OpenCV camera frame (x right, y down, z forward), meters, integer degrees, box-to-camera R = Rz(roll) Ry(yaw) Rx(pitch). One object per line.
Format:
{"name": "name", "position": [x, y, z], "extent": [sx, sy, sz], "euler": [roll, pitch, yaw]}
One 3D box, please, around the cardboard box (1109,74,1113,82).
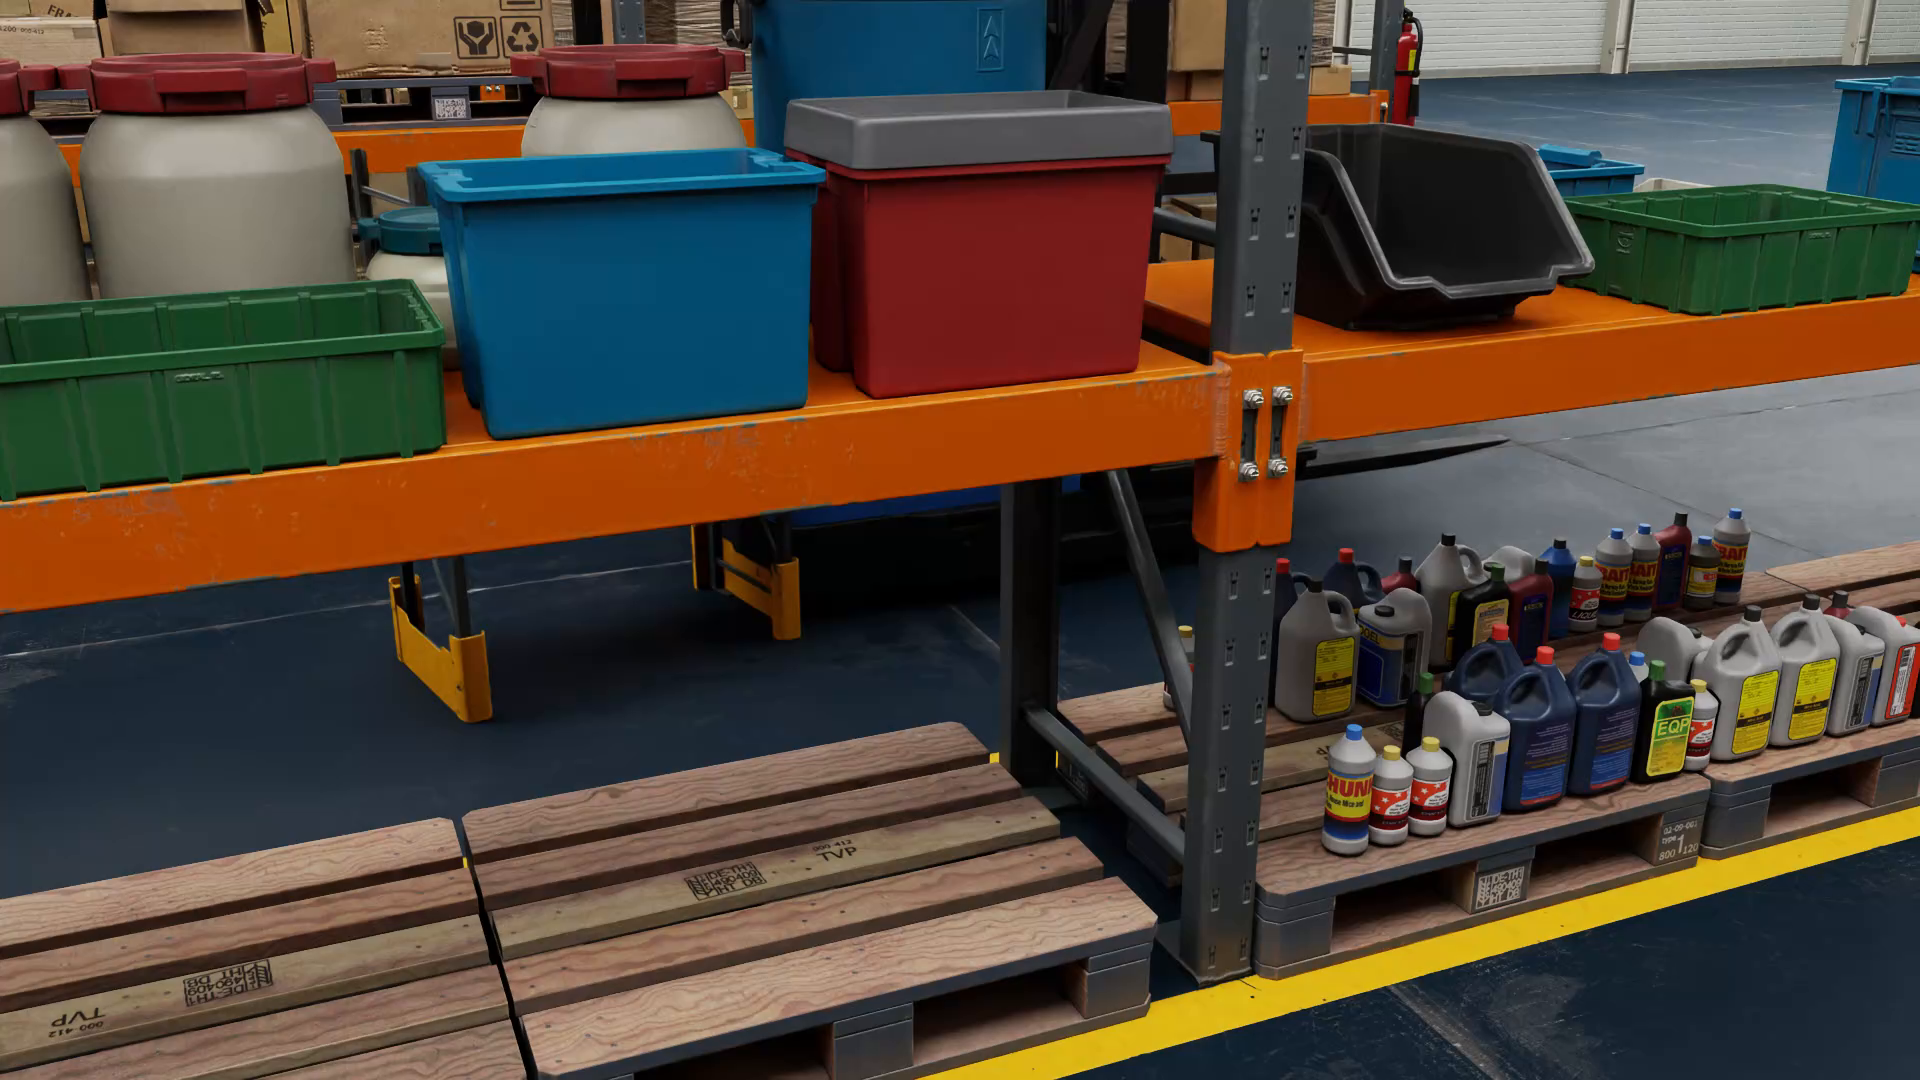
{"name": "cardboard box", "position": [0.740, -2.304, 8.427], "extent": [0.250, 0.149, 0.380], "euler": [-8, 21, -22]}

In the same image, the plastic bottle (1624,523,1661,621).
{"name": "plastic bottle", "position": [1.920, 0.086, 4.706], "extent": [0.097, 0.271, 0.097], "euler": [0, 19, 0]}

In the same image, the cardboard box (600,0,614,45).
{"name": "cardboard box", "position": [-2.653, -3.894, 12.339], "extent": [0.550, 0.550, 0.875], "euler": [-8, 21, -22]}

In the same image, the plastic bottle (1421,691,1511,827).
{"name": "plastic bottle", "position": [1.103, 0.462, 3.631], "extent": [0.135, 0.276, 0.152], "euler": [-7, 21, -20]}

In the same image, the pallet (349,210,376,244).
{"name": "pallet", "position": [-4.162, -2.252, 12.100], "extent": [1.213, 0.211, 1.003], "euler": [-8, 21, -22]}

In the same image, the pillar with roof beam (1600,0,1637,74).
{"name": "pillar with roof beam", "position": [13.403, -11.296, 24.553], "extent": [0.400, 9.000, 9.100], "euler": [-8, 21, -22]}

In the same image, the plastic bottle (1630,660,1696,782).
{"name": "plastic bottle", "position": [1.597, 0.405, 3.784], "extent": [0.133, 0.283, 0.061], "euler": [-7, 21, -20]}

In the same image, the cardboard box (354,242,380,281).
{"name": "cardboard box", "position": [-2.629, -1.063, 7.627], "extent": [0.500, 0.500, 0.700], "euler": [-8, 21, -22]}

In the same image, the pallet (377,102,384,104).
{"name": "pallet", "position": [-6.759, -5.478, 21.262], "extent": [1.213, 0.211, 1.003], "euler": [-8, 21, -22]}

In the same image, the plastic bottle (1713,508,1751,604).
{"name": "plastic bottle", "position": [2.235, 0.041, 4.835], "extent": [0.097, 0.271, 0.097], "euler": [0, 19, 0]}

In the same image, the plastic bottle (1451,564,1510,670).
{"name": "plastic bottle", "position": [1.365, 0.206, 4.349], "extent": [0.133, 0.283, 0.061], "euler": [-8, 21, -22]}

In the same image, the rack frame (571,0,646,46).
{"name": "rack frame", "position": [-1.611, -2.166, 7.657], "extent": [0.127, 3.000, 1.000], "euler": [-8, 21, -22]}

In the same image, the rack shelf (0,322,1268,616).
{"name": "rack shelf", "position": [-1.486, -0.053, 2.740], "extent": [4.000, 0.370, 1.077], "euler": [-8, 21, -22]}

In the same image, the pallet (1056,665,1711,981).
{"name": "pallet", "position": [0.984, 0.584, 4.045], "extent": [1.213, 0.211, 1.003], "euler": [-8, 21, -22]}

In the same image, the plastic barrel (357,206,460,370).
{"name": "plastic barrel", "position": [-0.926, -0.463, 3.029], "extent": [0.301, 0.262, 0.301], "euler": [0, 19, 0]}

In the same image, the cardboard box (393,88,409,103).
{"name": "cardboard box", "position": [-4.804, -3.827, 14.999], "extent": [0.500, 0.500, 0.500], "euler": [-8, 21, -22]}

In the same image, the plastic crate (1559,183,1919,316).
{"name": "plastic crate", "position": [1.709, -0.648, 3.665], "extent": [0.662, 0.188, 0.450], "euler": [-8, 21, -22]}

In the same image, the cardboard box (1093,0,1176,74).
{"name": "cardboard box", "position": [0.658, -2.661, 8.464], "extent": [0.500, 0.500, 0.875], "euler": [-8, 21, -22]}

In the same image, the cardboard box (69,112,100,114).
{"name": "cardboard box", "position": [-8.012, -3.791, 15.597], "extent": [0.625, 0.372, 0.950], "euler": [-9, 21, -23]}

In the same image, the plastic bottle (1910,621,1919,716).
{"name": "plastic bottle", "position": [2.411, 0.288, 4.115], "extent": [0.133, 0.283, 0.061], "euler": [-8, 21, -21]}

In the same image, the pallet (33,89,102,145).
{"name": "pallet", "position": [-3.483, -1.822, 6.970], "extent": [1.213, 0.211, 1.003], "euler": [-8, 21, -22]}

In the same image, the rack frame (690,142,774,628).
{"name": "rack frame", "position": [-0.730, -0.475, 5.113], "extent": [0.032, 1.500, 0.500], "euler": [-14, 24, -34]}

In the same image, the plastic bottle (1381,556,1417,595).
{"name": "plastic bottle", "position": [1.137, 0.186, 4.404], "extent": [0.133, 0.283, 0.061], "euler": [-7, 20, -18]}

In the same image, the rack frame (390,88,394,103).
{"name": "rack frame", "position": [-5.537, -5.188, 16.240], "extent": [0.127, 3.000, 1.000], "euler": [-8, 21, -22]}

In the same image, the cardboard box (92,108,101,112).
{"name": "cardboard box", "position": [-10.004, -5.419, 19.840], "extent": [0.625, 0.625, 0.875], "euler": [-7, 21, -20]}

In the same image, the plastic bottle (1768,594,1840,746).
{"name": "plastic bottle", "position": [1.990, 0.301, 3.975], "extent": [0.185, 0.351, 0.144], "euler": [-7, 21, -20]}

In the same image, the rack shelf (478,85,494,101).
{"name": "rack shelf", "position": [-5.320, -3.089, 11.363], "extent": [4.000, 0.370, 1.077], "euler": [-8, 21, -22]}

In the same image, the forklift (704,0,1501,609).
{"name": "forklift", "position": [0.580, -1.464, 5.768], "extent": [3.031, 2.935, 1.130], "euler": [-8, 21, -22]}

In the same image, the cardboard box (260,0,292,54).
{"name": "cardboard box", "position": [-4.784, -3.456, 11.170], "extent": [0.500, 0.500, 0.500], "euler": [-8, 21, -21]}

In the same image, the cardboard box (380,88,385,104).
{"name": "cardboard box", "position": [-7.141, -5.728, 21.281], "extent": [0.500, 0.250, 0.500], "euler": [-8, 21, -21]}

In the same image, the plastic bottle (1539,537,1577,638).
{"name": "plastic bottle", "position": [1.642, 0.126, 4.593], "extent": [0.097, 0.271, 0.097], "euler": [0, 19, 0]}

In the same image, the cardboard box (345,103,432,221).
{"name": "cardboard box", "position": [-4.018, -2.720, 11.985], "extent": [0.750, 0.750, 1.050], "euler": [-8, 21, -22]}

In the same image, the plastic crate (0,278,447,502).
{"name": "plastic crate", "position": [-1.137, -0.240, 2.508], "extent": [0.662, 0.188, 0.450], "euler": [-8, 21, -22]}

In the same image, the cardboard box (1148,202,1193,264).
{"name": "cardboard box", "position": [0.946, -1.545, 9.025], "extent": [0.500, 0.500, 0.500], "euler": [-3, 20, -8]}

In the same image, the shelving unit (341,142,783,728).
{"name": "shelving unit", "position": [-1.149, -0.374, 4.826], "extent": [1.083, 1.500, 0.587], "euler": [-14, 24, -34]}

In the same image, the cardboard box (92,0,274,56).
{"name": "cardboard box", "position": [-3.167, -2.157, 6.843], "extent": [0.637, 0.503, 0.797], "euler": [-6, 20, -16]}

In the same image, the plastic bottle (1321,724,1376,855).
{"name": "plastic bottle", "position": [0.817, 0.516, 3.487], "extent": [0.097, 0.271, 0.097], "euler": [0, 19, 0]}

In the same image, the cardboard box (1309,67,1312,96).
{"name": "cardboard box", "position": [1.652, -2.441, 8.815], "extent": [0.250, 0.149, 0.380], "euler": [-8, 21, -22]}

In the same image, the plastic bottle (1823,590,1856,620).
{"name": "plastic bottle", "position": [2.226, 0.260, 4.196], "extent": [0.133, 0.283, 0.061], "euler": [-8, 21, -22]}

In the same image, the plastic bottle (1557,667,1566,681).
{"name": "plastic bottle", "position": [1.341, 0.388, 3.848], "extent": [0.097, 0.271, 0.097], "euler": [0, 19, 0]}
